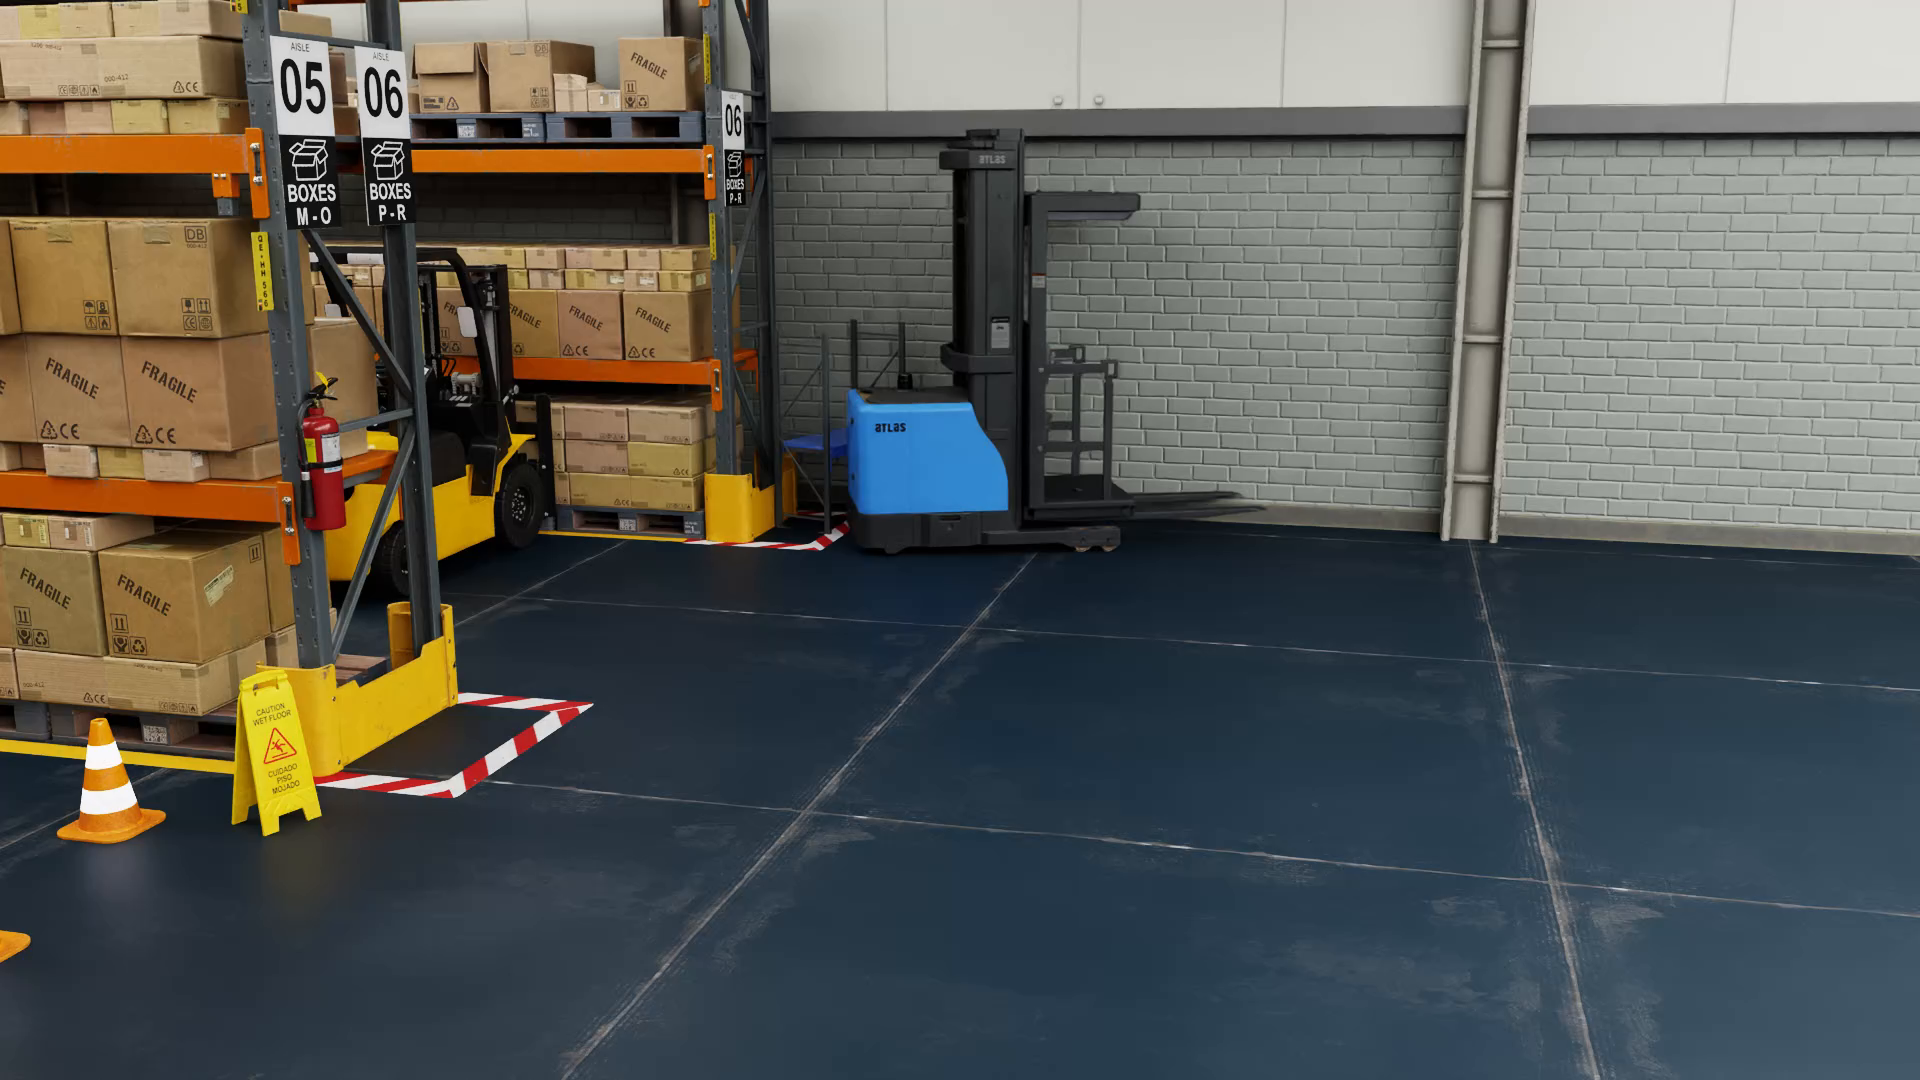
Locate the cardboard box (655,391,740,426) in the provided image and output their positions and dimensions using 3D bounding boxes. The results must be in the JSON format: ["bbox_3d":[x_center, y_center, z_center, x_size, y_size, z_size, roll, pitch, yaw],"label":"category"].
[{"bbox_3d":[-2.020,-0.987,12.826,0.500,0.250,0.500,3,13,13],"label":"cardboard box"}]

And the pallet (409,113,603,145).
[{"bbox_3d":[-3.467,-3.097,12.548,1.213,0.211,1.003,3,13,14],"label":"pallet"}]

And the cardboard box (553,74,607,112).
[{"bbox_3d":[-2.722,-3.216,11.989,0.258,0.266,0.396,3,13,14],"label":"cardboard box"}]

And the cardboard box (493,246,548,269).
[{"bbox_3d":[-3.260,-2.101,12.365,0.250,0.149,0.380,3,13,15],"label":"cardboard box"}]

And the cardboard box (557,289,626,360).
[{"bbox_3d":[-2.641,-1.619,12.376,0.500,0.500,0.500,3,13,15],"label":"cardboard box"}]

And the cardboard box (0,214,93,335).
[{"bbox_3d":[-4.342,-1.223,7.593,0.500,0.500,0.700,3,13,13],"label":"cardboard box"}]

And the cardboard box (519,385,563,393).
[{"bbox_3d":[-3.485,-1.068,13.193,0.500,0.250,0.500,3,13,12],"label":"cardboard box"}]

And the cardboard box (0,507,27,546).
[{"bbox_3d":[-4.496,-0.092,7.873,0.250,0.149,0.380,4,13,16],"label":"cardboard box"}]

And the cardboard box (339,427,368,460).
[{"bbox_3d":[-3.065,-0.466,7.988,0.250,0.149,0.380,3,13,14],"label":"cardboard box"}]

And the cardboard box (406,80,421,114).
[{"bbox_3d":[-4.114,-3.291,12.324,0.258,0.266,0.396,3,13,12],"label":"cardboard box"}]

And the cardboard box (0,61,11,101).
[{"bbox_3d":[-4.339,-2.086,7.444,0.500,0.250,0.500,3,13,15],"label":"cardboard box"}]

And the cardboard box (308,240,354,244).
[{"bbox_3d":[-5.100,-2.336,13.424,0.250,0.149,0.380,3,13,14],"label":"cardboard box"}]

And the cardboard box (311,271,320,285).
[{"bbox_3d":[-4.984,-2.059,12.862,0.250,0.149,0.380,3,13,15],"label":"cardboard box"}]

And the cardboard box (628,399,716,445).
[{"bbox_3d":[-2.120,-0.880,12.346,0.500,0.250,0.500,4,13,15],"label":"cardboard box"}]

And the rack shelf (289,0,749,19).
[{"bbox_3d":[-3.540,-4.057,12.330,4.000,0.370,1.077,3,13,14],"label":"rack shelf"}]

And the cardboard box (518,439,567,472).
[{"bbox_3d":[-3.137,-0.688,12.634,0.500,0.250,0.500,3,13,12],"label":"cardboard box"}]

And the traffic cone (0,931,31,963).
[{"bbox_3d":[-3.447,1.211,5.706,0.334,0.463,0.336,3,13,14],"label":"traffic cone"}]

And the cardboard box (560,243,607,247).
[{"bbox_3d":[-2.878,-2.200,12.810,0.250,0.149,0.380,3,13,15],"label":"cardboard box"}]

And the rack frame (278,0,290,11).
[{"bbox_3d":[-5.482,-4.708,12.676,0.127,3.000,1.000,3,13,14],"label":"rack frame"}]

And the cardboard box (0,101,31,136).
[{"bbox_3d":[-4.180,-1.886,7.463,0.250,0.149,0.380,3,13,13],"label":"cardboard box"}]

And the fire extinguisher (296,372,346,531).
[{"bbox_3d":[-2.784,-0.387,7.230,0.183,0.674,0.296,3,13,14],"label":"fire extinguisher"}]

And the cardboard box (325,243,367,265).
[{"bbox_3d":[-4.719,-2.205,12.830,0.250,0.149,0.380,3,13,12],"label":"cardboard box"}]

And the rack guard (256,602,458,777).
[{"bbox_3d":[-2.858,0.689,7.973,0.348,0.500,1.175,3,13,14],"label":"rack guard"}]

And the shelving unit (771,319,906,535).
[{"bbox_3d":[-0.914,-0.896,12.810,0.538,1.500,1.048,8,15,31],"label":"shelving unit"}]

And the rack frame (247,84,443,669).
[{"bbox_3d":[-2.784,-0.527,7.685,0.127,3.000,1.000,3,13,14],"label":"rack frame"}]

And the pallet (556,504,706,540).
[{"bbox_3d":[-2.351,-0.241,12.832,1.213,0.211,1.003,3,13,14],"label":"pallet"}]

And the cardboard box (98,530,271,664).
[{"bbox_3d":[-3.625,0.257,7.796,0.500,0.500,0.500,3,13,14],"label":"cardboard box"}]

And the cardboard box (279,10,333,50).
[{"bbox_3d":[-3.080,-2.320,7.577,0.250,0.149,0.380,3,13,13],"label":"cardboard box"}]

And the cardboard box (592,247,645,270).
[{"bbox_3d":[-2.504,-2.070,12.225,0.250,0.149,0.380,3,13,15],"label":"cardboard box"}]

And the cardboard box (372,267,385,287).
[{"bbox_3d":[-4.248,-2.009,12.637,0.250,0.149,0.380,3,13,13],"label":"cardboard box"}]

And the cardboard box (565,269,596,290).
[{"bbox_3d":[-2.733,-1.944,12.344,0.250,0.149,0.380,3,13,13],"label":"cardboard box"}]

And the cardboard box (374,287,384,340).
[{"bbox_3d":[-4.112,-1.700,12.740,0.500,0.500,0.500,3,13,13],"label":"cardboard box"}]

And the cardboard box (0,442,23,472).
[{"bbox_3d":[-4.457,-0.431,7.829,0.250,0.149,0.380,3,13,13],"label":"cardboard box"}]

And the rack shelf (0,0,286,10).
[{"bbox_3d":[-7.424,-4.265,13.265,4.000,0.370,1.077,3,13,14],"label":"rack shelf"}]

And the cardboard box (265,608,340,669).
[{"bbox_3d":[-3.501,0.510,8.388,0.500,0.250,0.500,3,13,13],"label":"cardboard box"}]

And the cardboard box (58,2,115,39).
[{"bbox_3d":[-3.677,-2.245,7.239,0.250,0.149,0.380,3,13,13],"label":"cardboard box"}]

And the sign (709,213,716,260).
[{"bbox_3d":[-1.742,-2.139,11.728,0.005,0.325,0.100,3,13,14],"label":"sign"}]

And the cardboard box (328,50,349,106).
[{"bbox_3d":[-3.209,-2.146,7.714,0.500,0.250,0.500,3,13,13],"label":"cardboard box"}]

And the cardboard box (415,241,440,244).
[{"bbox_3d":[-4.348,-2.304,13.278,0.250,0.149,0.380,3,13,12],"label":"cardboard box"}]

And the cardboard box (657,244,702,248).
[{"bbox_3d":[-2.117,-2.171,12.680,0.250,0.149,0.380,4,13,15],"label":"cardboard box"}]

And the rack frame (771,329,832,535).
[{"bbox_3d":[-1.179,-0.802,12.387,0.500,1.500,0.032,8,15,31],"label":"rack frame"}]

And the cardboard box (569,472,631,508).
[{"bbox_3d":[-2.611,-0.420,12.578,0.500,0.250,0.500,3,13,14],"label":"cardboard box"}]

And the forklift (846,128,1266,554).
[{"bbox_3d":[0.707,-1.462,12.058,3.031,2.935,1.130,-2,13,-9],"label":"forklift"}]

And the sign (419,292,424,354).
[{"bbox_3d":[-2.654,-1.064,8.105,0.005,0.325,0.100,3,13,14],"label":"sign"}]

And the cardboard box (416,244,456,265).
[{"bbox_3d":[-3.974,-2.160,12.631,0.250,0.149,0.380,3,13,13],"label":"cardboard box"}]

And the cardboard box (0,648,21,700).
[{"bbox_3d":[-4.644,0.570,8.117,0.500,0.250,0.500,3,13,12],"label":"cardboard box"}]

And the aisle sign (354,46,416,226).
[{"bbox_3d":[-2.650,-1.858,7.682,0.004,0.787,0.394,3,13,14],"label":"aisle sign"}]

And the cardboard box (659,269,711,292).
[{"bbox_3d":[-2.002,-1.896,12.125,0.250,0.149,0.380,3,13,14],"label":"cardboard box"}]

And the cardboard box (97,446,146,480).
[{"bbox_3d":[-3.715,-0.387,7.631,0.250,0.149,0.380,3,13,13],"label":"cardboard box"}]

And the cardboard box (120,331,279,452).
[{"bbox_3d":[-3.377,-0.691,7.507,0.500,0.500,0.500,3,13,13],"label":"cardboard box"}]

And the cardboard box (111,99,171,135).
[{"bbox_3d":[-3.447,-1.835,7.233,0.250,0.149,0.380,3,13,14],"label":"cardboard box"}]

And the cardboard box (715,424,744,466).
[{"bbox_3d":[-2.005,-0.746,12.895,0.500,0.250,0.500,3,13,15],"label":"cardboard box"}]

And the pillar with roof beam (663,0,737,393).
[{"bbox_3d":[-3.090,-3.820,8.677,0.400,9.000,9.100,3,13,14],"label":"pillar with roof beam"}]

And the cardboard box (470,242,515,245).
[{"bbox_3d":[-3.626,-2.244,13.005,0.250,0.149,0.380,3,13,15],"label":"cardboard box"}]
